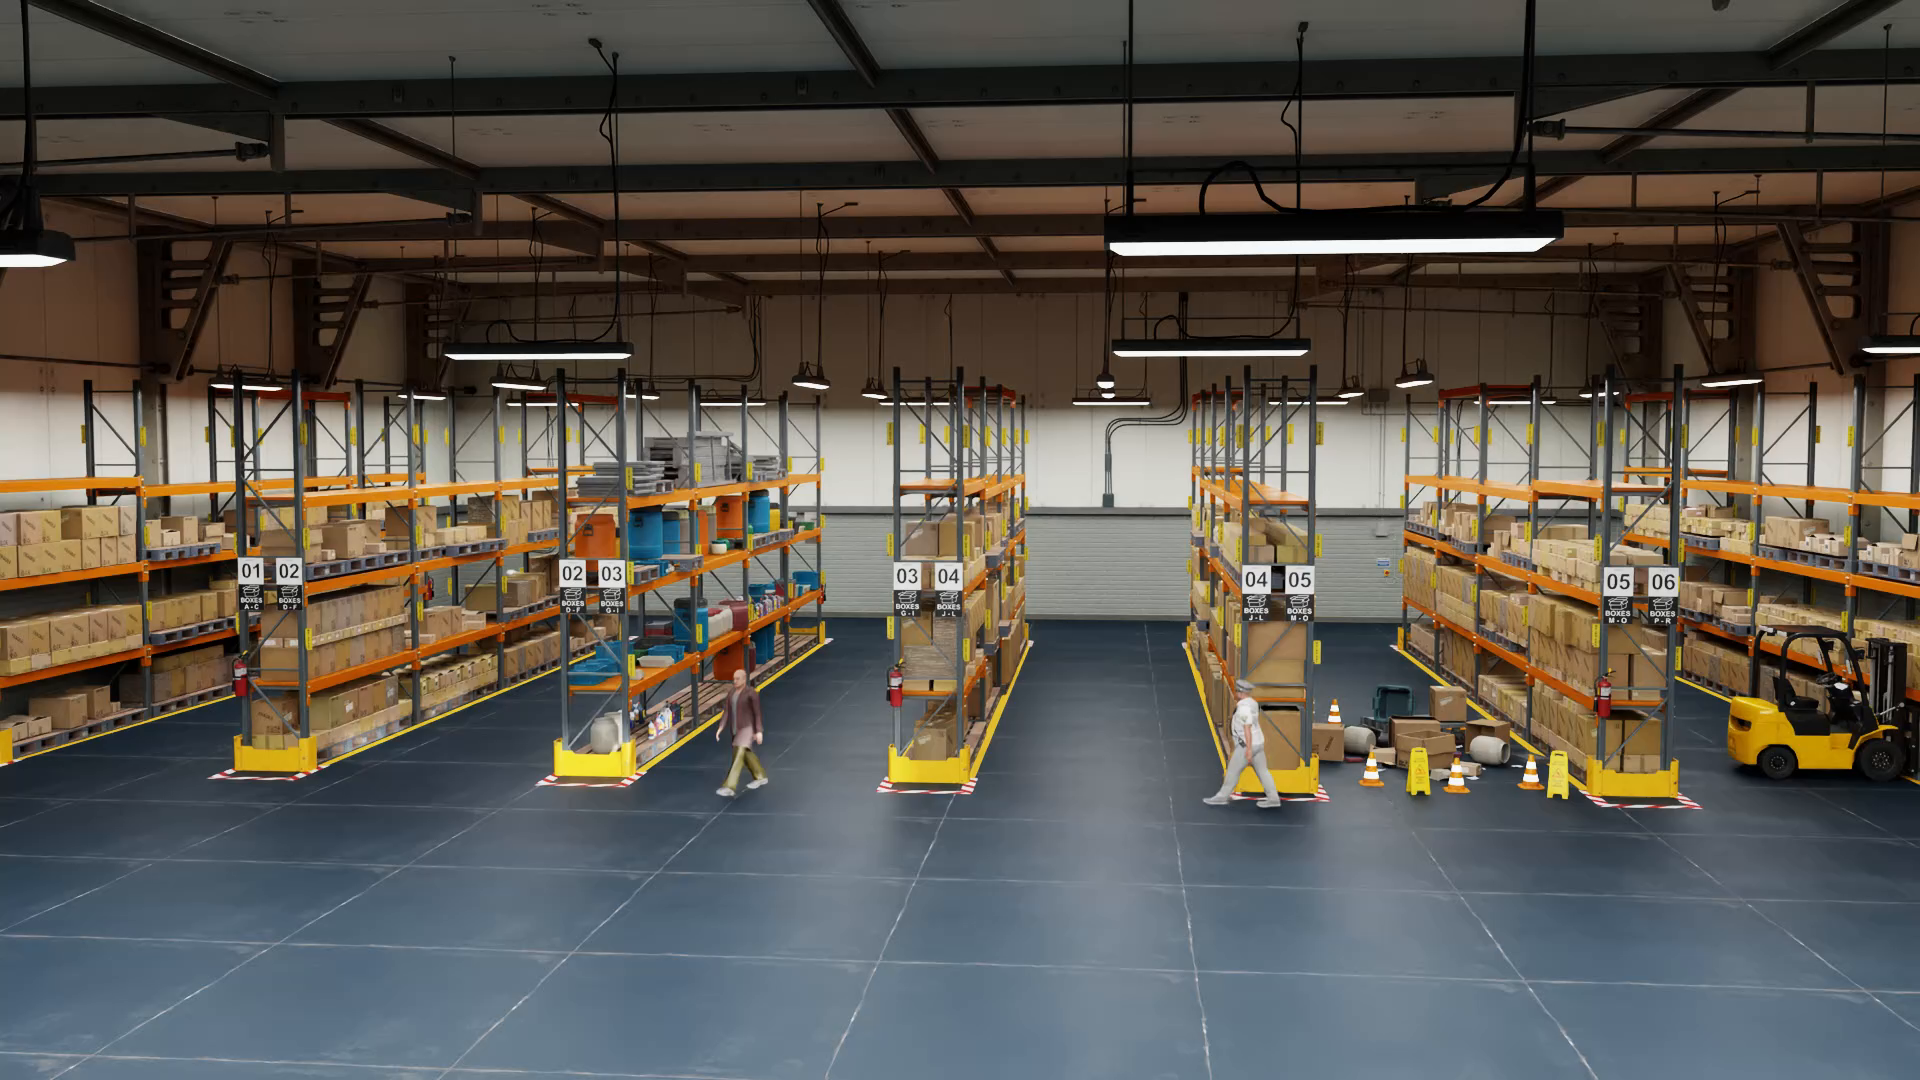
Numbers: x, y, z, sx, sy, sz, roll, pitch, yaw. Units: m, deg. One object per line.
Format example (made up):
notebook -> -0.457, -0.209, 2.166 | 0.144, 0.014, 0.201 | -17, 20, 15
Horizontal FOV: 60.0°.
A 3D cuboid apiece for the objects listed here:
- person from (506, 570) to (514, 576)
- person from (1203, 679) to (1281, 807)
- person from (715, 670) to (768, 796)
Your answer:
person -> -11.281, 1.563, 41.990 | 0.666, 1.665, 0.698 | 1, 4, 16
person -> 3.820, 2.728, 22.401 | 1.022, 1.702, 0.594 | 2, 4, 27
person -> -3.099, 2.673, 23.244 | 1.128, 1.724, 0.594 | -3, 5, -43
